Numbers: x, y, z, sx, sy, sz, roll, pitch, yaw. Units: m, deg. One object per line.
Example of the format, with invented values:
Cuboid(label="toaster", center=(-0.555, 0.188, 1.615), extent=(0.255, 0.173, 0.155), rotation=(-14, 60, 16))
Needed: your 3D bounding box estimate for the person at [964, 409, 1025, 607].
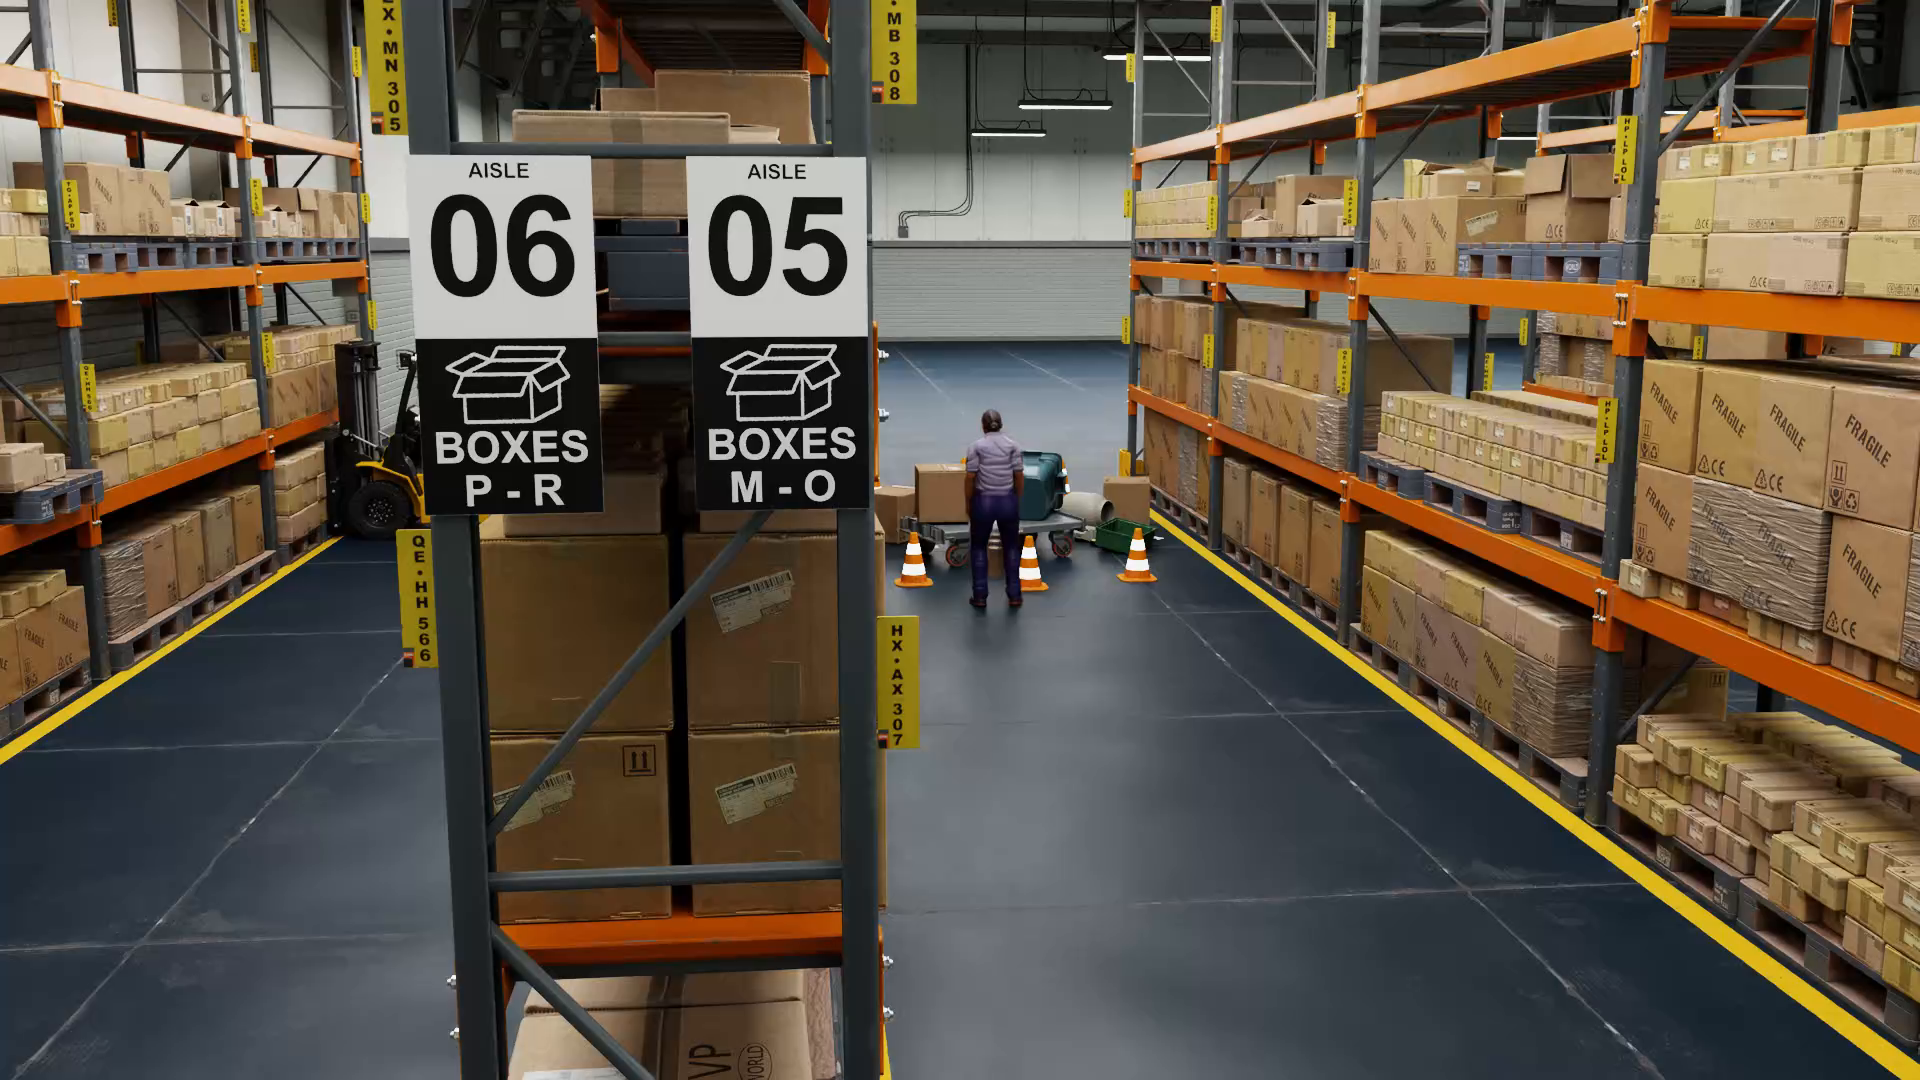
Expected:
Cuboid(label="person", center=(0.293, -0.267, 13.920), extent=(0.532, 1.654, 0.368), rotation=(-1, 10, -8))
